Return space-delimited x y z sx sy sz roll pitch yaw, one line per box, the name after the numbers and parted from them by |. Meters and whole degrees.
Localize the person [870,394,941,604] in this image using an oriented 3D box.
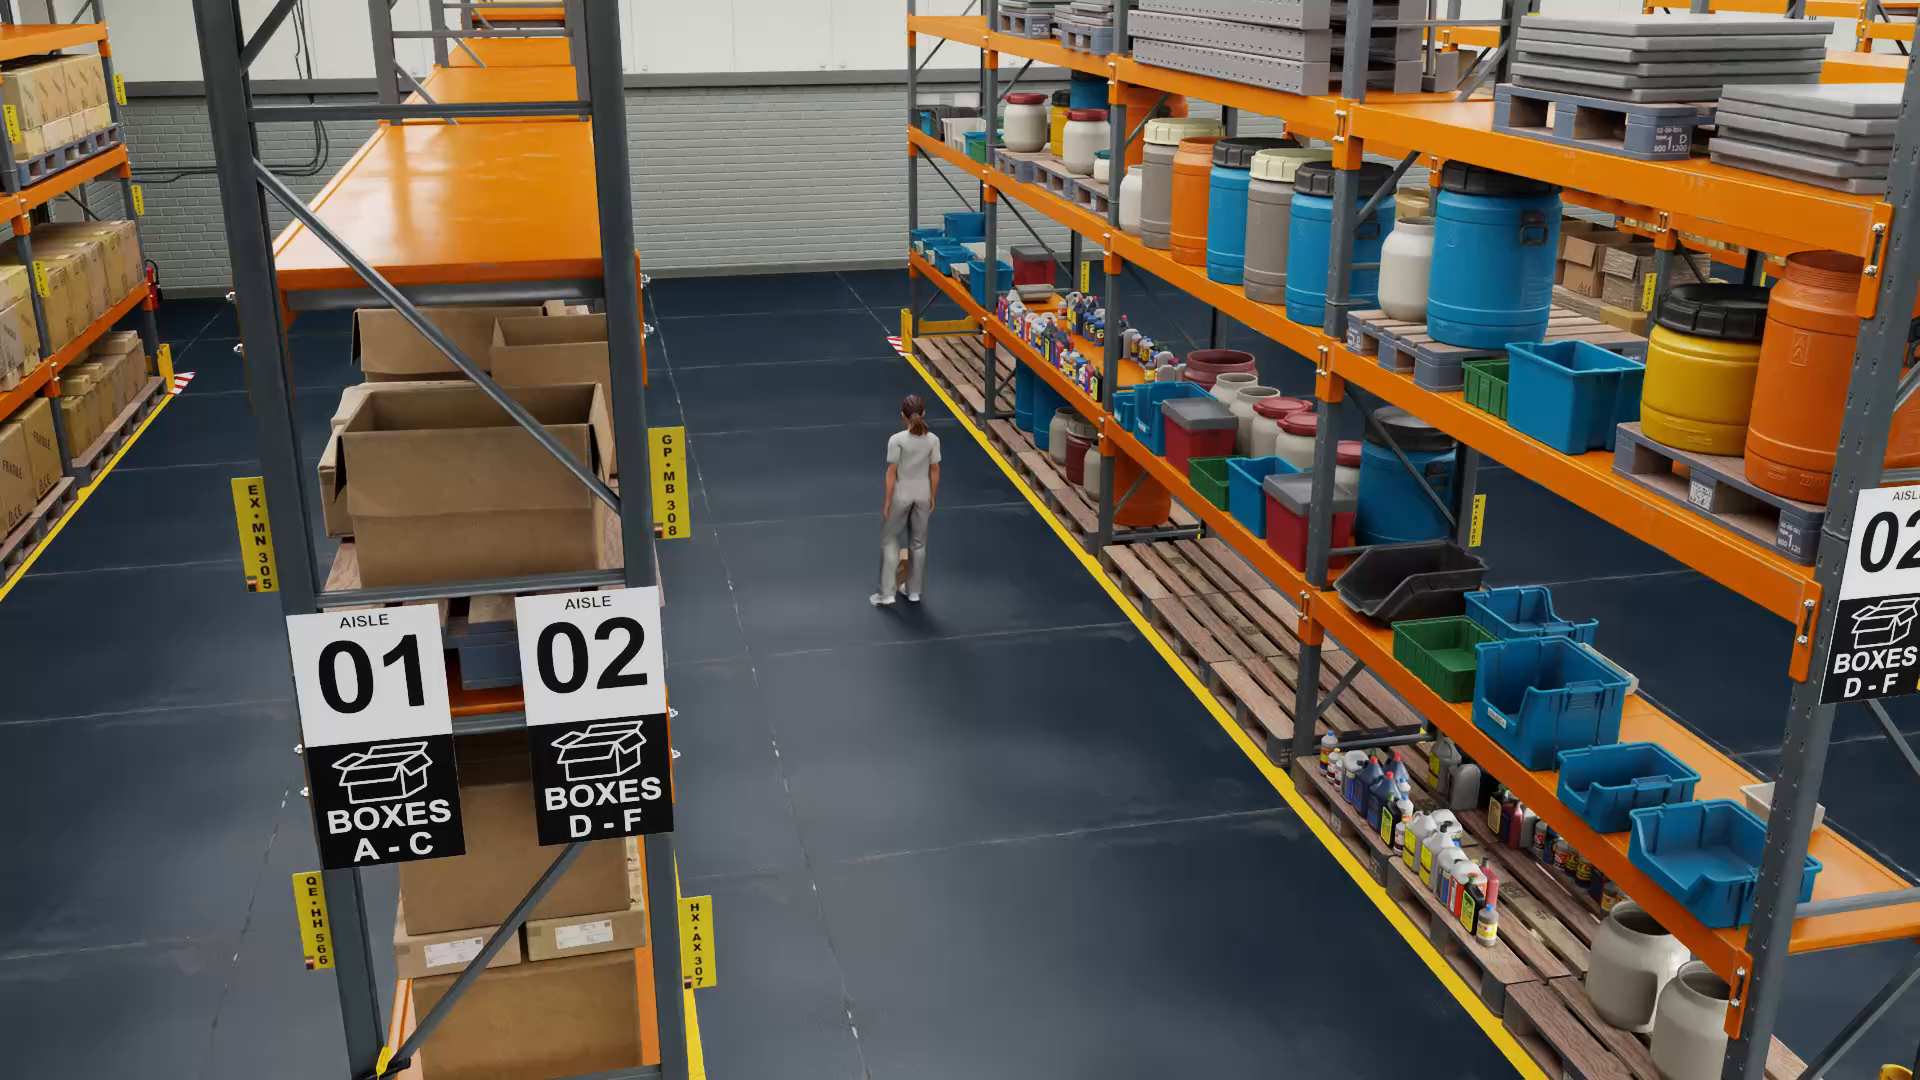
-0.420 -0.297 12.881 0.526 1.709 0.470 -7 21 -18 | person
